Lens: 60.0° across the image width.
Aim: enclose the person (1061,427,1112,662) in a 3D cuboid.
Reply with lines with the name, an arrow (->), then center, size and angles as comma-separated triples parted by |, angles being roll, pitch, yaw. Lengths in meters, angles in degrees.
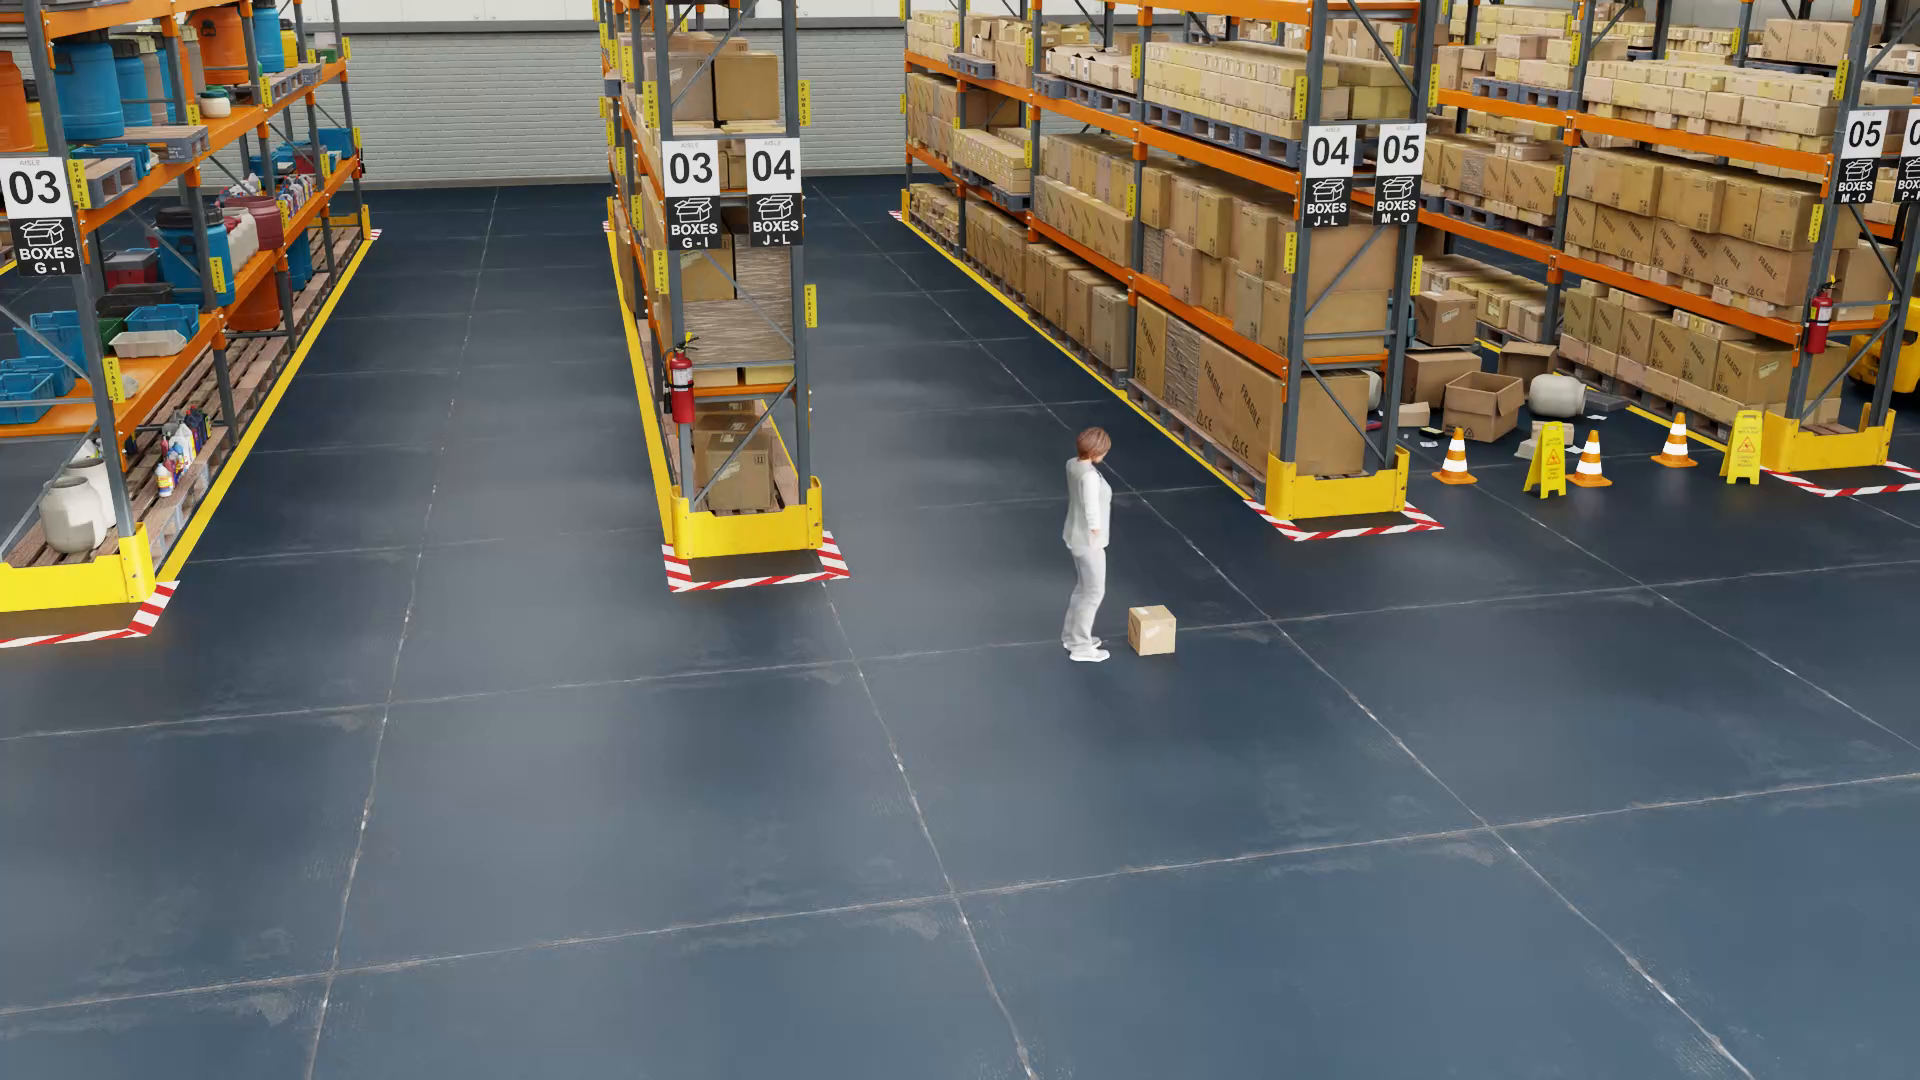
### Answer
person -> 0.837, 0.025, 11.059 | 0.305, 1.576, 0.409 | -4, 20, -11
